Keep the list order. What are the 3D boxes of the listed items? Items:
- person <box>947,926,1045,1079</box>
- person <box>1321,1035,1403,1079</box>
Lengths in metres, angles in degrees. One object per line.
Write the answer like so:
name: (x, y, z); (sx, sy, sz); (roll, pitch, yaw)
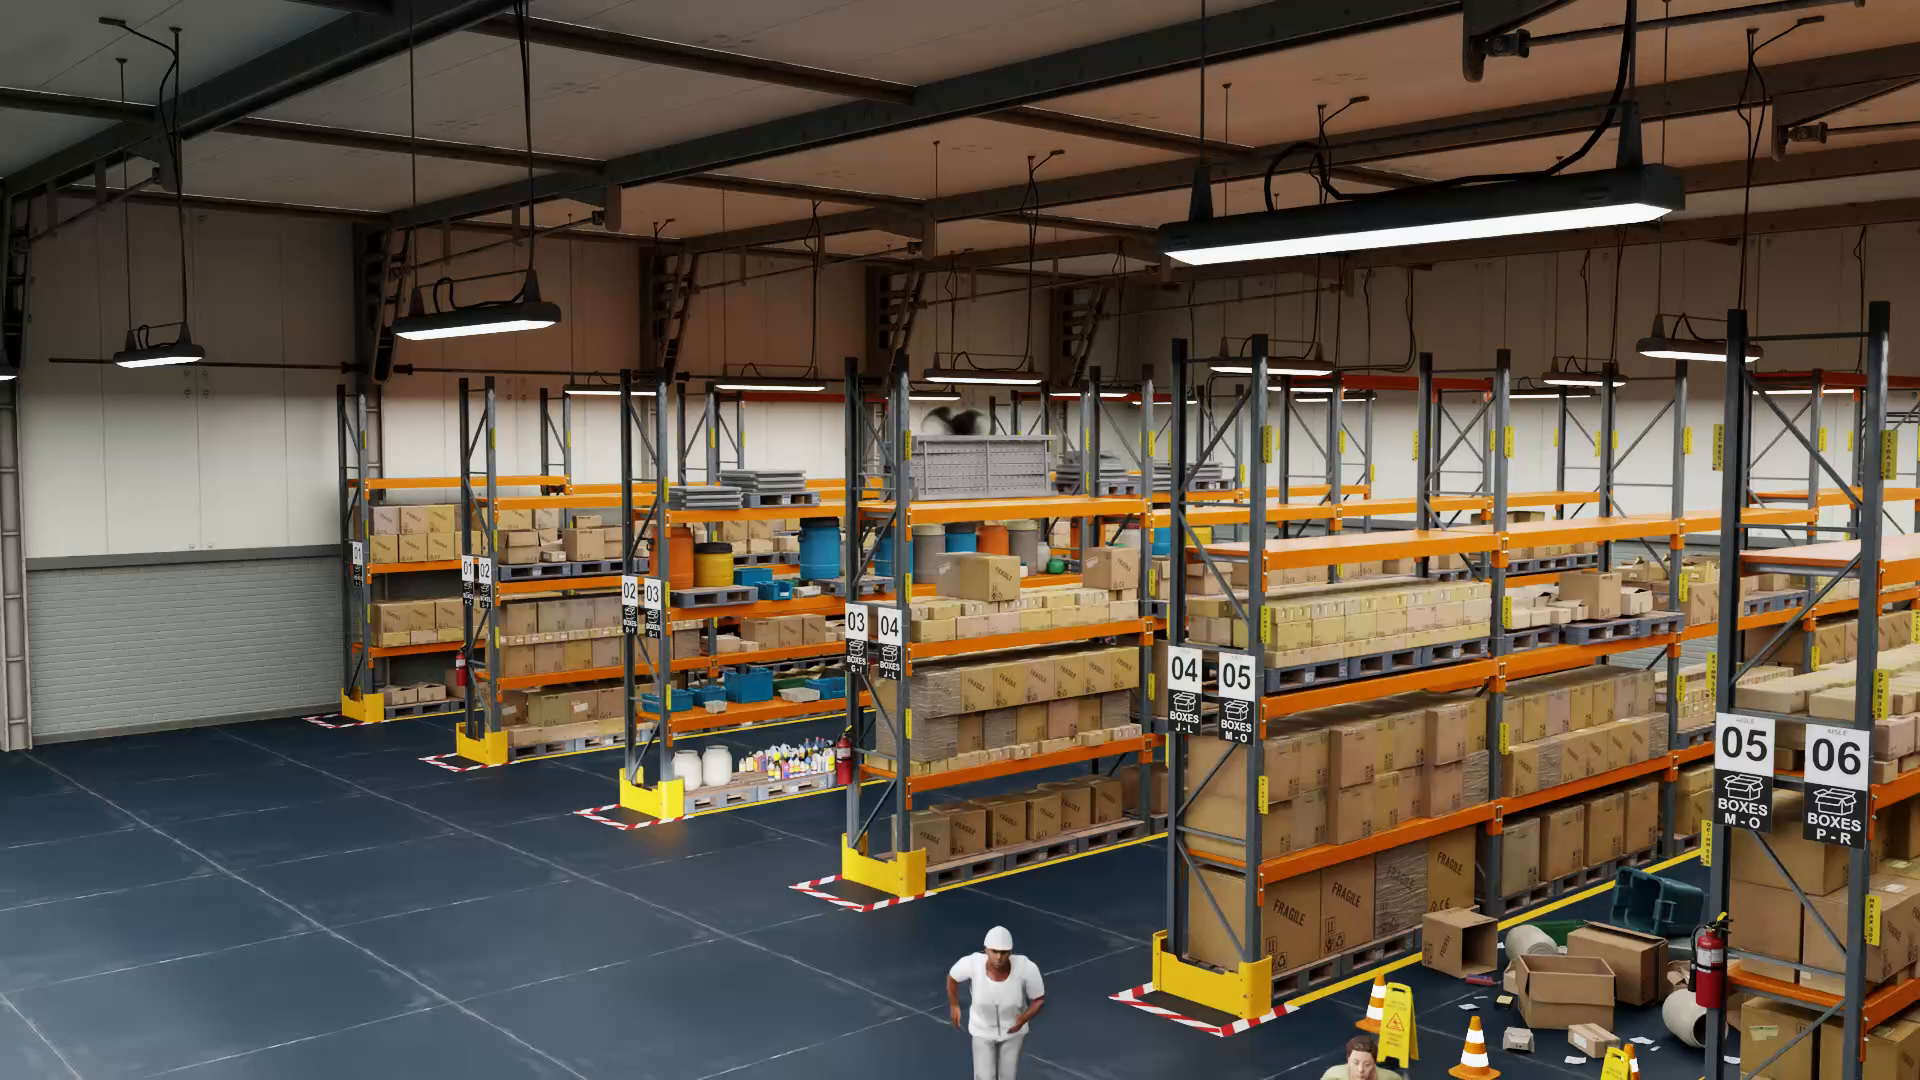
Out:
person: (0.259, 3.553, 11.898); (0.689, 1.686, 0.721); (0, 4, -3)
person: (2.478, 3.721, 10.160); (0.580, 1.619, 0.864); (1, 4, 14)
